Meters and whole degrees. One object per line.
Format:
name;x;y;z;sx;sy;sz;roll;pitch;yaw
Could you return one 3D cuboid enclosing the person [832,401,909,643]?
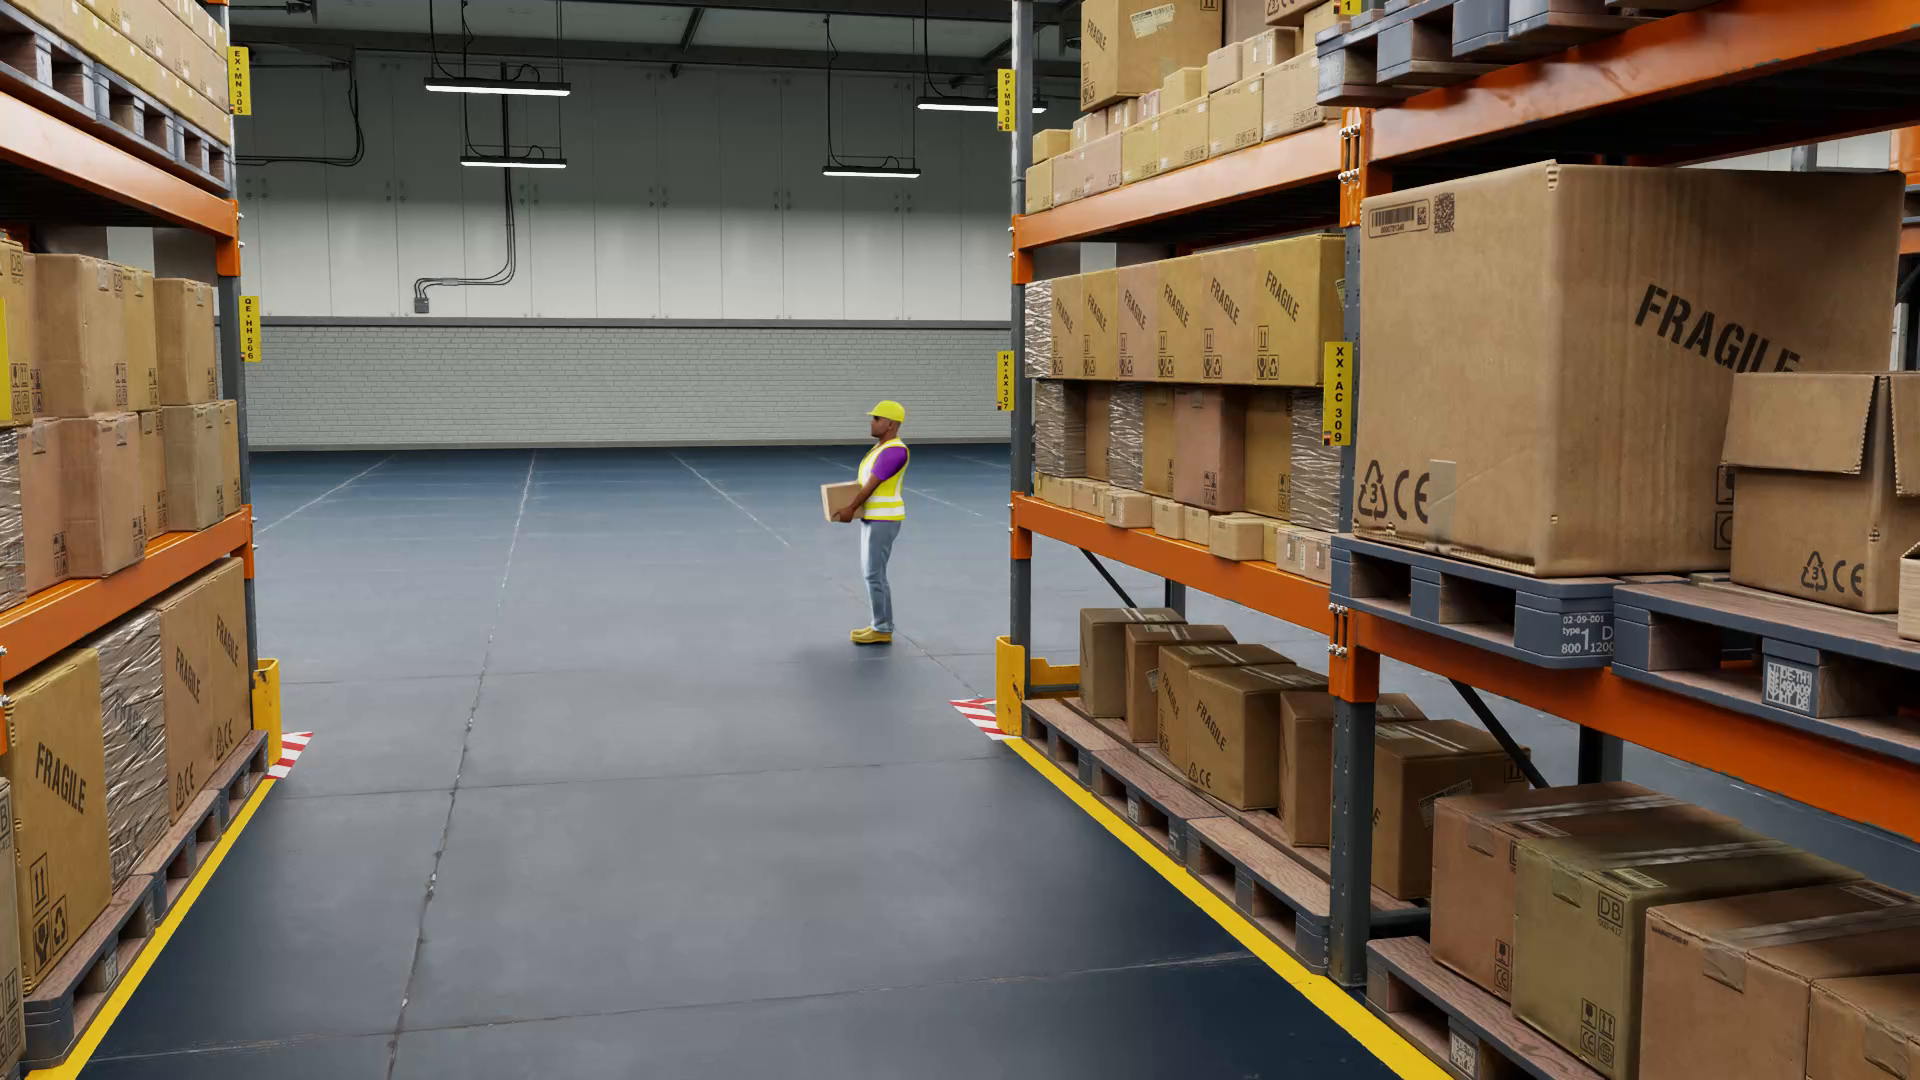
person;-0.669;-0.133;12.122;0.577;1.760;0.503;-1;6;-13
